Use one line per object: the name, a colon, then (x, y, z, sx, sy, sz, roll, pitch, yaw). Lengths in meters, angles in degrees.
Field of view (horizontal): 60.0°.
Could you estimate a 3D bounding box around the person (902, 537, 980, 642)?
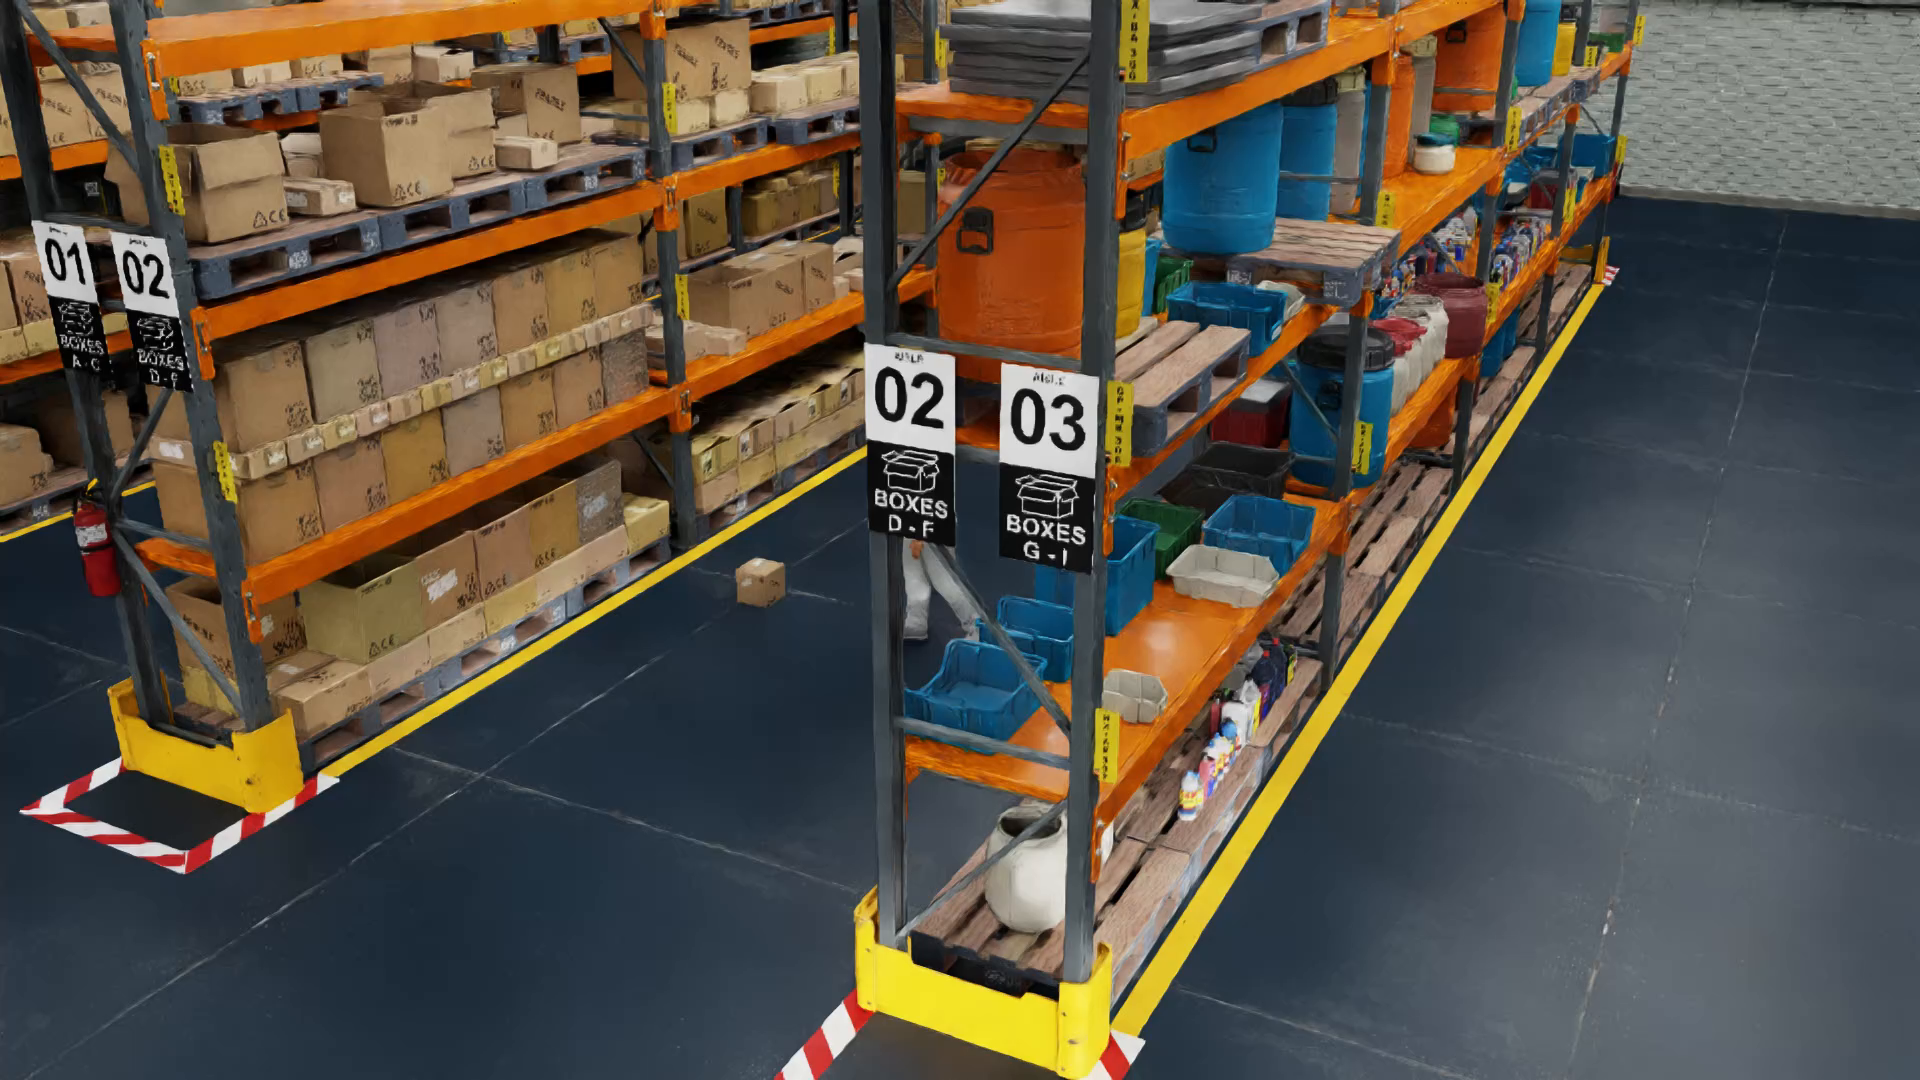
person: (-0.162, -0.090, 10.949, 0.659, 1.655, 0.603, -4, 23, -9)
